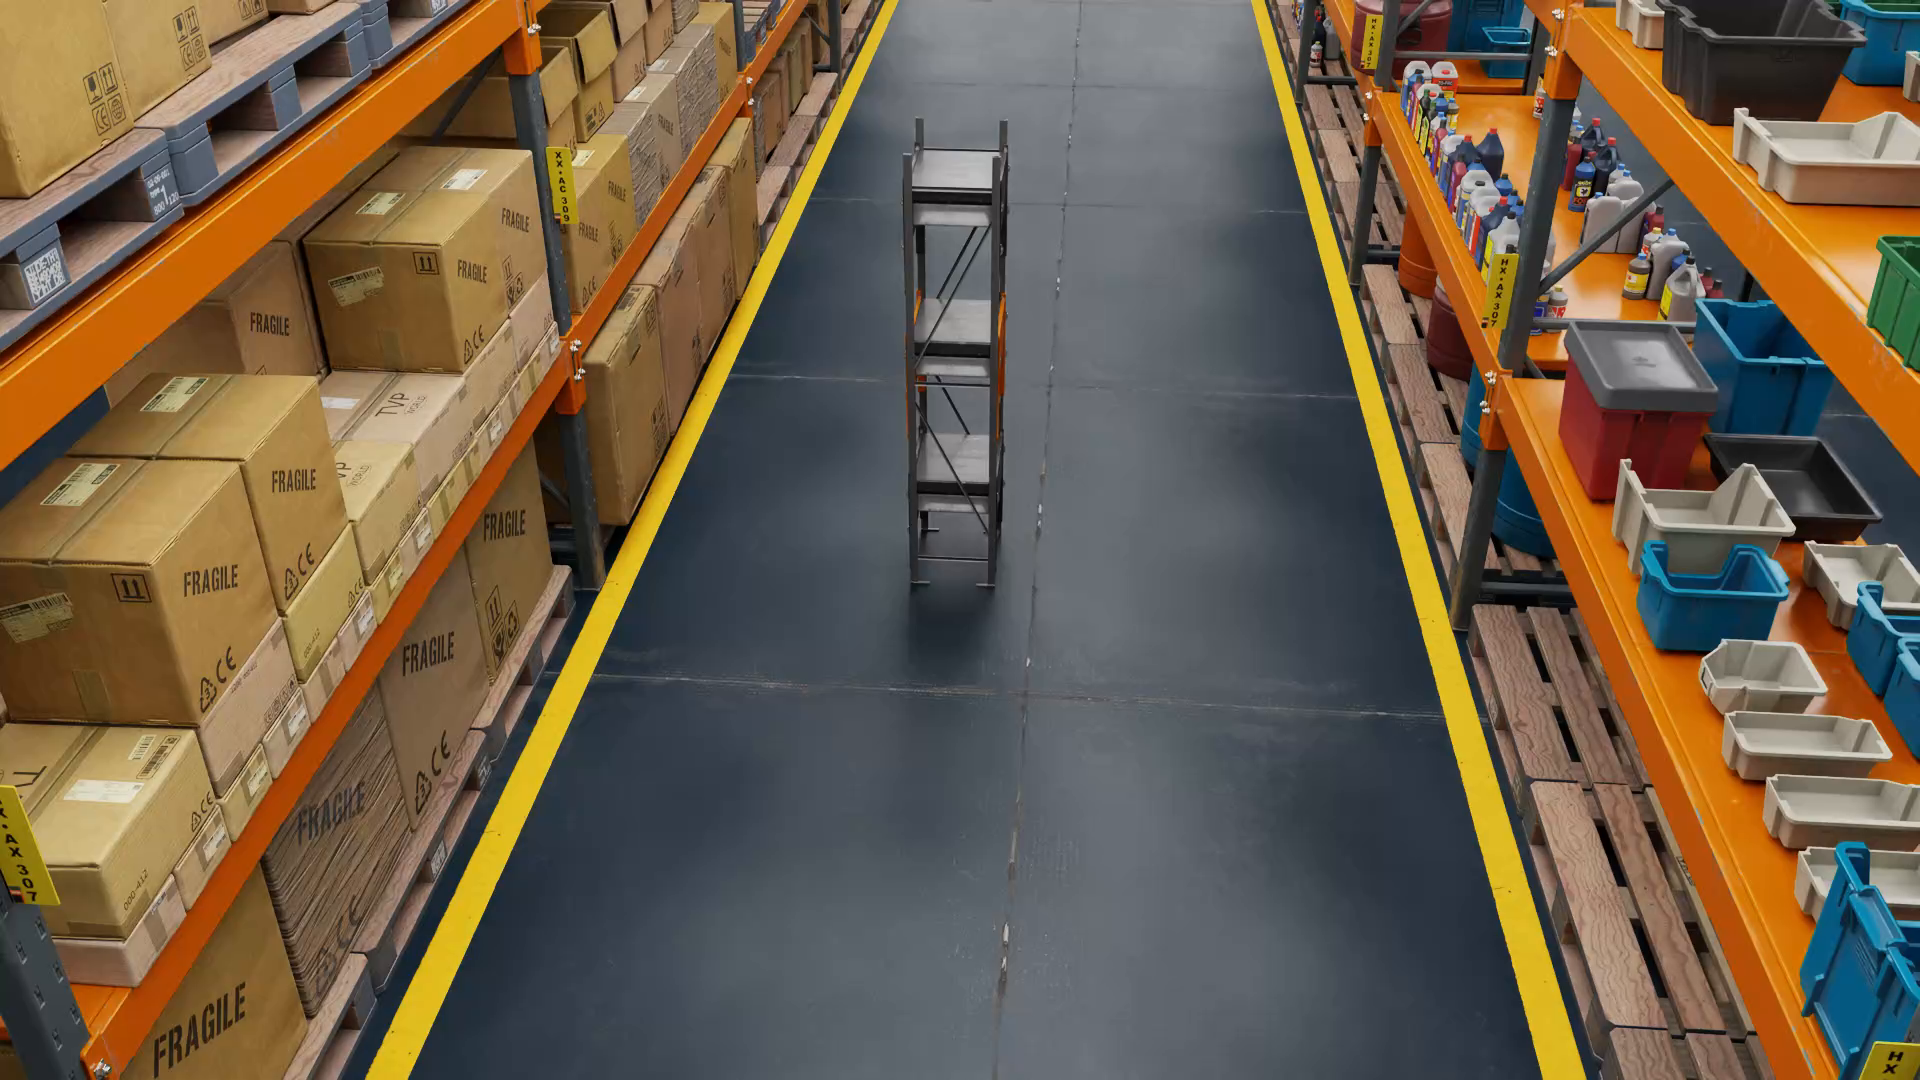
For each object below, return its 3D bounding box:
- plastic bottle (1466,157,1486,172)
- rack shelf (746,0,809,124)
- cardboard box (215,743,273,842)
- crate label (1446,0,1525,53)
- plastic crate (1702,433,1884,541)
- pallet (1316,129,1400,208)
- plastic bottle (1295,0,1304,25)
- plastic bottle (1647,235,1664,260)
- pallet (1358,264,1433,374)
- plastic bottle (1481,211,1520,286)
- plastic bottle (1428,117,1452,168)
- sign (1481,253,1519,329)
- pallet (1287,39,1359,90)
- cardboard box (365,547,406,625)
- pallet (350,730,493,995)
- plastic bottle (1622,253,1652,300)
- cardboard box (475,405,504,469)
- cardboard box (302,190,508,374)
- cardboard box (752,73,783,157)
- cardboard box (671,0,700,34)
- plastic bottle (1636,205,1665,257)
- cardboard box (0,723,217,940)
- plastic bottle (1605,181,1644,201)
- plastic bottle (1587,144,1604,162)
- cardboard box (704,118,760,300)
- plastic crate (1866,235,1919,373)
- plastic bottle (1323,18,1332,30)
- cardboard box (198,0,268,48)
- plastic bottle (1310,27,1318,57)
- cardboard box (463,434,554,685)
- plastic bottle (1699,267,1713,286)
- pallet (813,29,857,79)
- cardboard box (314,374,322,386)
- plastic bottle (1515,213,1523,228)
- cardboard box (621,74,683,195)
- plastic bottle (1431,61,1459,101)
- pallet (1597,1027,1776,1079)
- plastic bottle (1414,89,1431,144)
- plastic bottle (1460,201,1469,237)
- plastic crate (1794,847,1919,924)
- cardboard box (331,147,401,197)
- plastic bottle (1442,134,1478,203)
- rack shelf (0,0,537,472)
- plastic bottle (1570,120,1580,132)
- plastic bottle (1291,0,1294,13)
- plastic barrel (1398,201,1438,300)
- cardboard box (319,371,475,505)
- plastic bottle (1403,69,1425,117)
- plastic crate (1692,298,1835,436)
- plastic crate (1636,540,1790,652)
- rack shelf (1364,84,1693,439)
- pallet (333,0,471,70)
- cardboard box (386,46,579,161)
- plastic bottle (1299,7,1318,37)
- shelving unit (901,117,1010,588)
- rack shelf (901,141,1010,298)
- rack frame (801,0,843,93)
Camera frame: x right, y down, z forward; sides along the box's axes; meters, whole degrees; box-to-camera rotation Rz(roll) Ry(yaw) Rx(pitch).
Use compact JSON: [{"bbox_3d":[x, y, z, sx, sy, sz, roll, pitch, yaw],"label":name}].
[{"bbox_3d":[2.609,-1.809,8.448,0.097,0.271,0.097,0,32,0],"label":"plastic bottle"},{"bbox_3d":[-1.704,-3.911,12.423,1.077,0.370,4.000,2,32,4],"label":"rack shelf"},{"bbox_3d":[-2.120,0.679,4.528,0.380,0.149,0.250,2,32,3],"label":"cardboard box"},{"bbox_3d":[3.421,-3.483,11.009,0.502,0.435,0.616,2,32,4],"label":"crate label"},{"bbox_3d":[2.921,-0.180,5.888,0.437,0.125,0.590,2,32,4],"label":"plastic crate"},{"bbox_3d":[3.274,-2.812,12.612,1.003,0.211,1.213,2,32,4],"label":"pallet"},{"bbox_3d":[3.227,-5.003,15.690,0.097,0.271,0.097,0,32,0],"label":"plastic bottle"},{"bbox_3d":[3.236,-1.311,7.708,0.097,0.201,0.097,0,32,0],"label":"plastic bottle"},{"bbox_3d":[3.048,-1.359,10.253,1.003,0.211,1.213,2,32,4],"label":"pallet"},{"bbox_3d":[2.493,-1.342,7.615,0.144,0.351,0.185,2,32,4],"label":"plastic bottle"},{"bbox_3d":[2.601,-2.150,9.002,0.097,0.271,0.097,0,32,0],"label":"plastic bottle"},{"bbox_3d":[2.196,-1.010,6.767,0.100,0.325,0.005,2,32,4],"label":"sign"},{"bbox_3d":[3.492,-4.214,14.886,1.003,0.211,1.213,2,32,4],"label":"pallet"},{"bbox_3d":[-2.036,0.143,5.398,0.380,0.149,0.250,2,32,3],"label":"cardboard box"},{"bbox_3d":[-2.429,1.141,6.197,1.003,0.211,1.213,2,32,4],"label":"pallet"},{"bbox_3d":[3.066,-1.196,7.521,0.097,0.201,0.097,0,32,0],"label":"plastic bottle"},{"bbox_3d":[-1.953,-0.396,6.273,0.380,0.149,0.250,3,32,5],"label":"cardboard box"},{"bbox_3d":[-2.008,-0.948,6.074,0.500,0.500,0.500,3,32,4],"label":"cardboard box"},{"bbox_3d":[-1.760,-3.233,12.600,0.700,0.500,0.500,5,32,8],"label":"cardboard box"},{"bbox_3d":[-1.942,-3.259,9.628,0.797,0.503,0.637,3,32,6],"label":"cardboard box"},{"bbox_3d":[3.272,-1.456,7.865,0.061,0.283,0.133,2,32,4],"label":"plastic bottle"},{"bbox_3d":[-2.209,0.710,4.099,0.500,0.250,0.500,2,32,3],"label":"cardboard box"},{"bbox_3d":[3.256,-1.647,8.181,0.152,0.276,0.135,2,32,4],"label":"plastic bottle"},{"bbox_3d":[3.283,-1.919,8.616,0.061,0.283,0.133,2,32,4],"label":"plastic bottle"},{"bbox_3d":[-1.943,-2.086,10.400,1.225,0.875,0.875,1,32,2],"label":"cardboard box"},{"bbox_3d":[2.215,-0.491,3.531,0.450,0.188,0.336,2,32,4],"label":"plastic crate"},{"bbox_3d":[3.326,-4.535,14.927,0.152,0.276,0.135,2,32,4],"label":"plastic bottle"},{"bbox_3d":[-2.428,-1.661,4.636,0.700,0.500,0.500,4,32,6],"label":"cardboard box"},{"bbox_3d":[3.106,-4.348,14.616,0.061,0.283,0.133,4,32,6],"label":"plastic bottle"},{"bbox_3d":[-2.325,-0.012,7.036,0.875,0.875,0.875,2,32,4],"label":"cardboard box"},{"bbox_3d":[3.210,-1.062,7.225,0.061,0.283,0.133,2,32,4],"label":"plastic bottle"},{"bbox_3d":[-1.521,-4.429,15.235,1.003,0.211,1.213,2,32,4],"label":"pallet"},{"bbox_3d":[-2.573,-0.377,5.862,0.500,0.250,0.500,3,32,5],"label":"cardboard box"},{"bbox_3d":[2.652,-1.432,7.762,0.144,0.351,0.185,2,32,4],"label":"plastic bottle"},{"bbox_3d":[-1.787,-2.147,8.780,0.500,0.500,0.500,3,32,5],"label":"cardboard box"},{"bbox_3d":[2.864,-2.688,9.871,0.152,0.276,0.135,2,32,4],"label":"plastic bottle"},{"bbox_3d":[2.525,1.981,4.834,1.003,0.211,1.213,2,32,4],"label":"pallet"},{"bbox_3d":[2.619,-2.388,9.376,0.061,0.283,0.133,2,32,4],"label":"plastic bottle"},{"bbox_3d":[2.518,-1.590,8.161,0.097,0.201,0.097,0,32,0],"label":"plastic bottle"},{"bbox_3d":[2.305,0.876,4.164,0.396,0.136,0.243,2,32,4],"label":"plastic crate"},{"bbox_3d":[-2.486,-1.222,6.519,0.500,0.500,0.500,2,32,4],"label":"cardboard box"},{"bbox_3d":[2.583,-1.918,8.550,0.144,0.351,0.185,2,32,4],"label":"plastic bottle"},{"bbox_3d":[-2.355,-1.005,4.848,1.077,0.370,4.000,2,32,4],"label":"rack shelf"},{"bbox_3d":[3.376,-2.211,9.168,0.097,0.201,0.097,0,32,0],"label":"plastic bottle"},{"bbox_3d":[3.263,-5.234,16.065,0.097,0.271,0.097,0,32,0],"label":"plastic bottle"},{"bbox_3d":[3.047,-1.958,10.237,0.600,0.830,0.708,2,32,4],"label":"plastic barrel"},{"bbox_3d":[-2.047,-0.363,5.839,0.500,0.250,0.500,3,32,5],"label":"cardboard box"},{"bbox_3d":[2.676,-2.633,9.786,0.097,0.271,0.097,0,32,0],"label":"plastic bottle"},{"bbox_3d":[3.046,-0.628,6.368,0.392,0.384,0.575,2,32,4],"label":"plastic crate"},{"bbox_3d":[2.331,0.184,5.194,0.416,0.233,0.300,2,32,4],"label":"plastic crate"},{"bbox_3d":[2.907,-1.608,8.685,1.077,0.370,4.000,2,32,4],"label":"rack shelf"},{"bbox_3d":[-2.269,-1.892,5.686,1.003,0.211,1.213,2,32,4],"label":"pallet"},{"bbox_3d":[-2.148,-1.884,7.396,0.797,0.503,0.637,2,32,3],"label":"cardboard box"},{"bbox_3d":[3.220,-4.782,15.328,0.152,0.276,0.135,3,32,5],"label":"plastic bottle"},{"bbox_3d":[-0.013,-0.807,7.559,0.431,2.100,0.503,2,32,4],"label":"shelving unit"},{"bbox_3d":[-0.014,-1.392,7.199,0.431,0.518,0.480,2,32,4],"label":"rack shelf"},{"bbox_3d":[-1.541,-5.263,13.931,1.000,3.000,0.127,2,32,4],"label":"rack frame"}]
